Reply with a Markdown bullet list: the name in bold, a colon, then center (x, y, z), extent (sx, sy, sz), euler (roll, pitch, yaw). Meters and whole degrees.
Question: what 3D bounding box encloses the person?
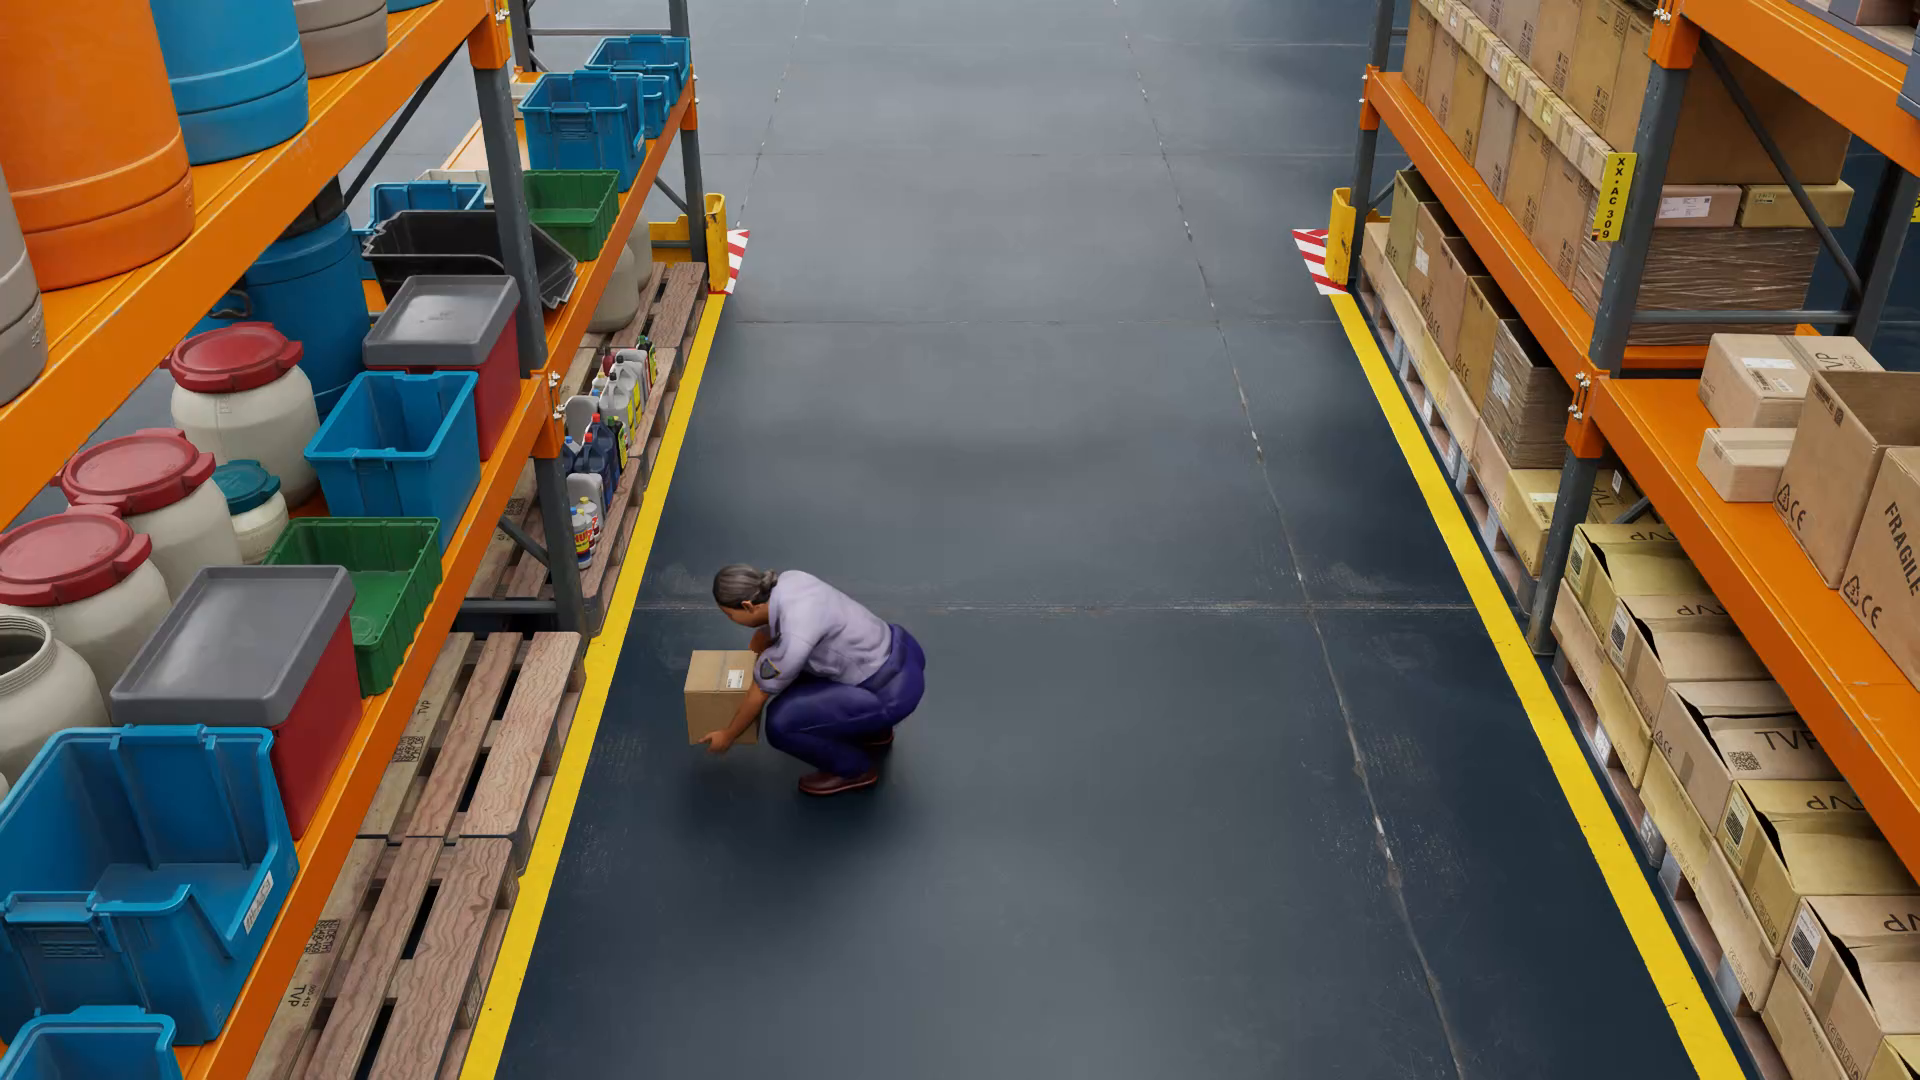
- **person**: center (-0.542, 0.461, 6.089), extent (0.834, 0.945, 0.504), euler (-1, 32, -1)
